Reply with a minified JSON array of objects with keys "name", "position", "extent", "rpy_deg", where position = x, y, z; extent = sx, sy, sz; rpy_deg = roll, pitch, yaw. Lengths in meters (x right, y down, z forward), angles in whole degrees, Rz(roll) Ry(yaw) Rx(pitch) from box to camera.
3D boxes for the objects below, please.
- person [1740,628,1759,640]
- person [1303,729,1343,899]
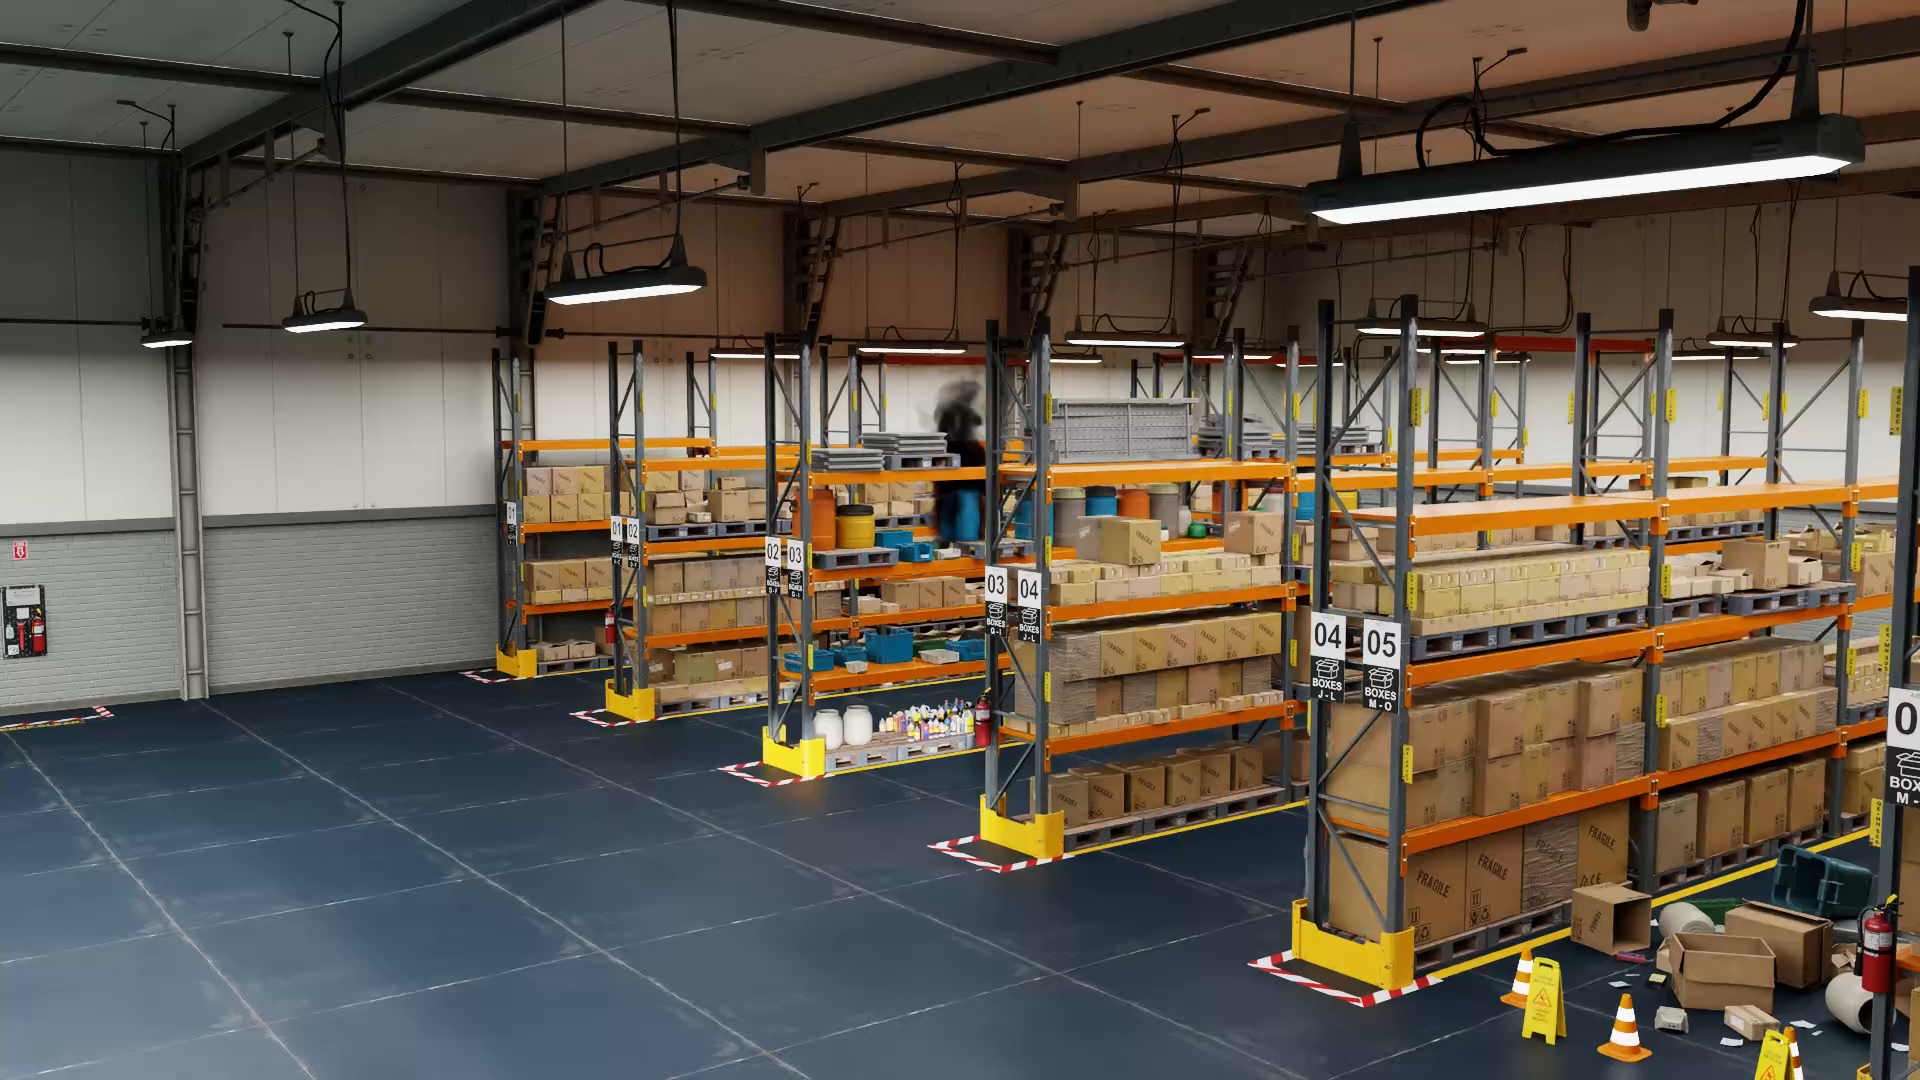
[{"name":"person","position":[11.969,2.087,25.140],"extent":[0.826,1.750,0.696],"rpy_deg":[-4,7,-41]},{"name":"person","position":[3.765,2.805,16.775],"extent":[0.808,1.839,0.640],"rpy_deg":[-5,7,-45]}]
